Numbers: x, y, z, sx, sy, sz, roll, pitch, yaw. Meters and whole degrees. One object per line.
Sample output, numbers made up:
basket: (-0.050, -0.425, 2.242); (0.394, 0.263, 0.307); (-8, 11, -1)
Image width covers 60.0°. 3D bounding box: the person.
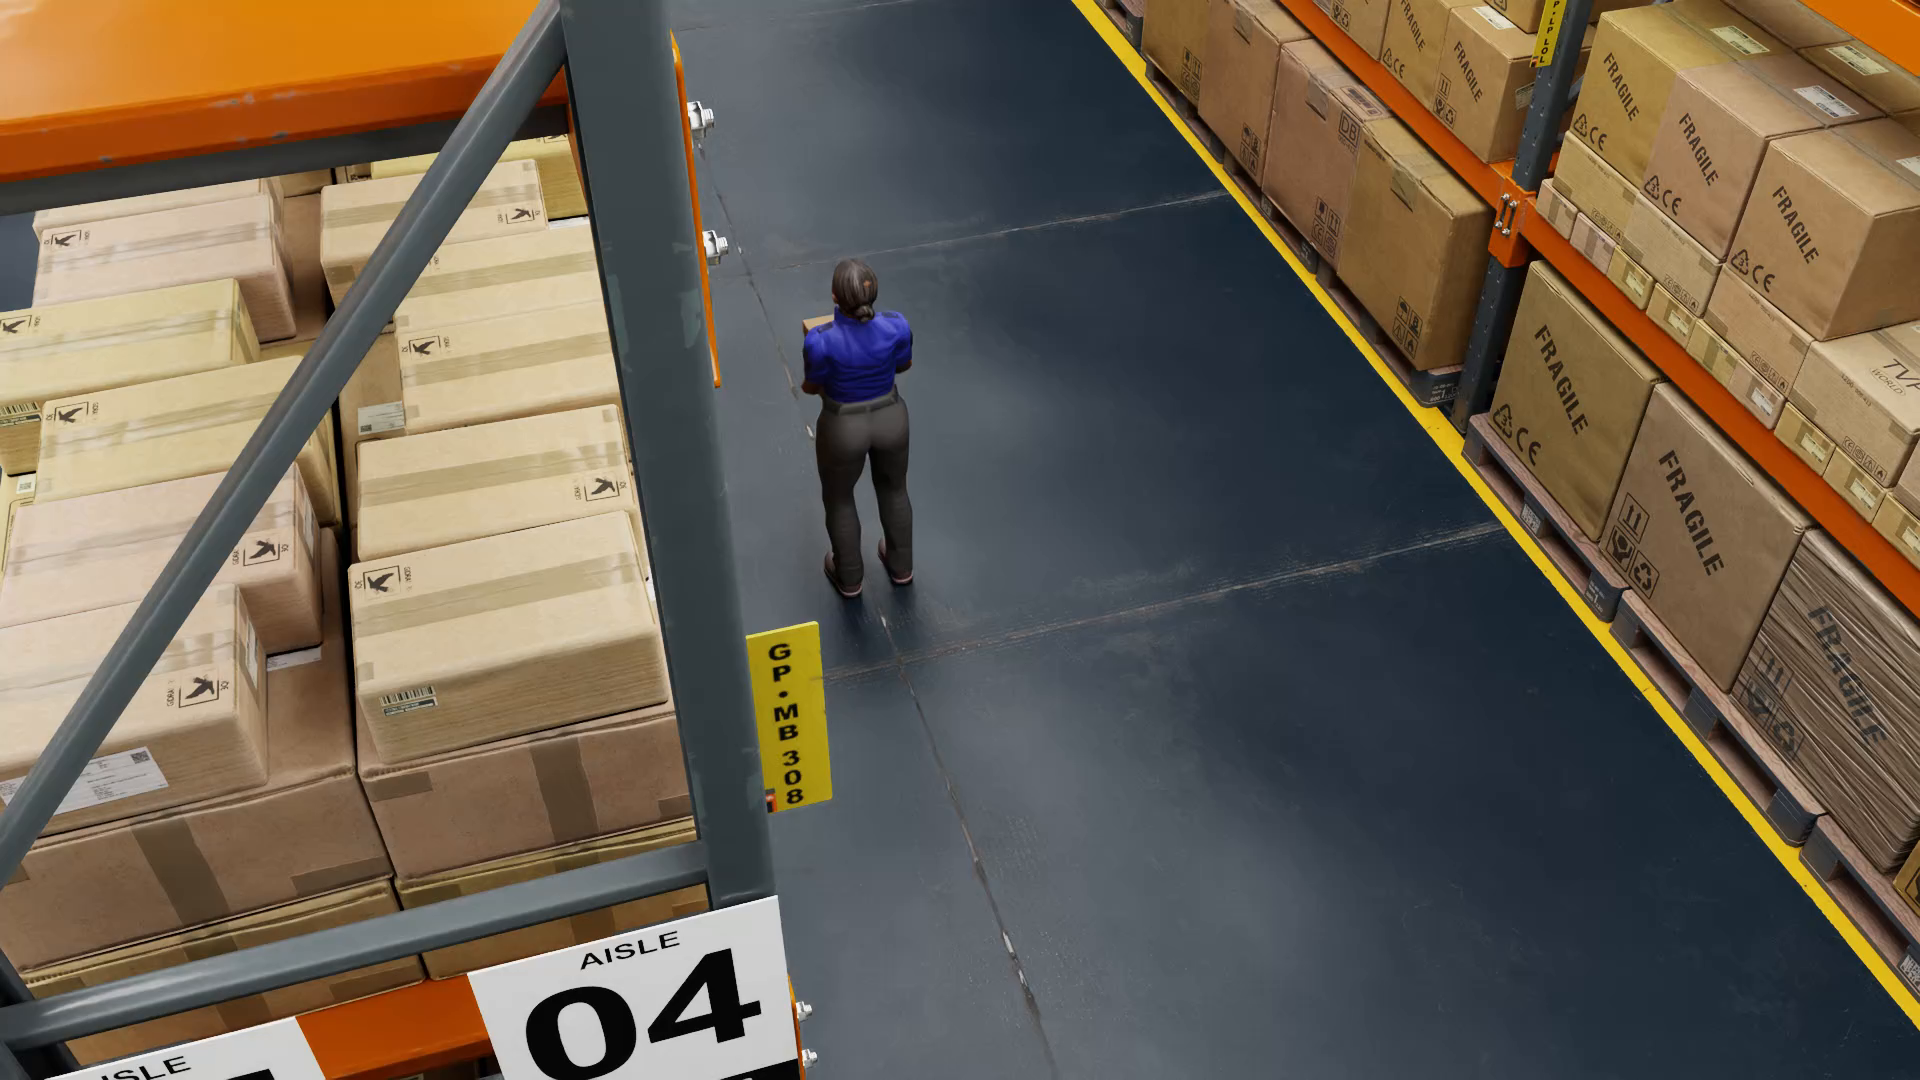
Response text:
person: (-0.419, -0.499, 6.716); (0.449, 1.646, 0.519); (-14, 44, -14)
